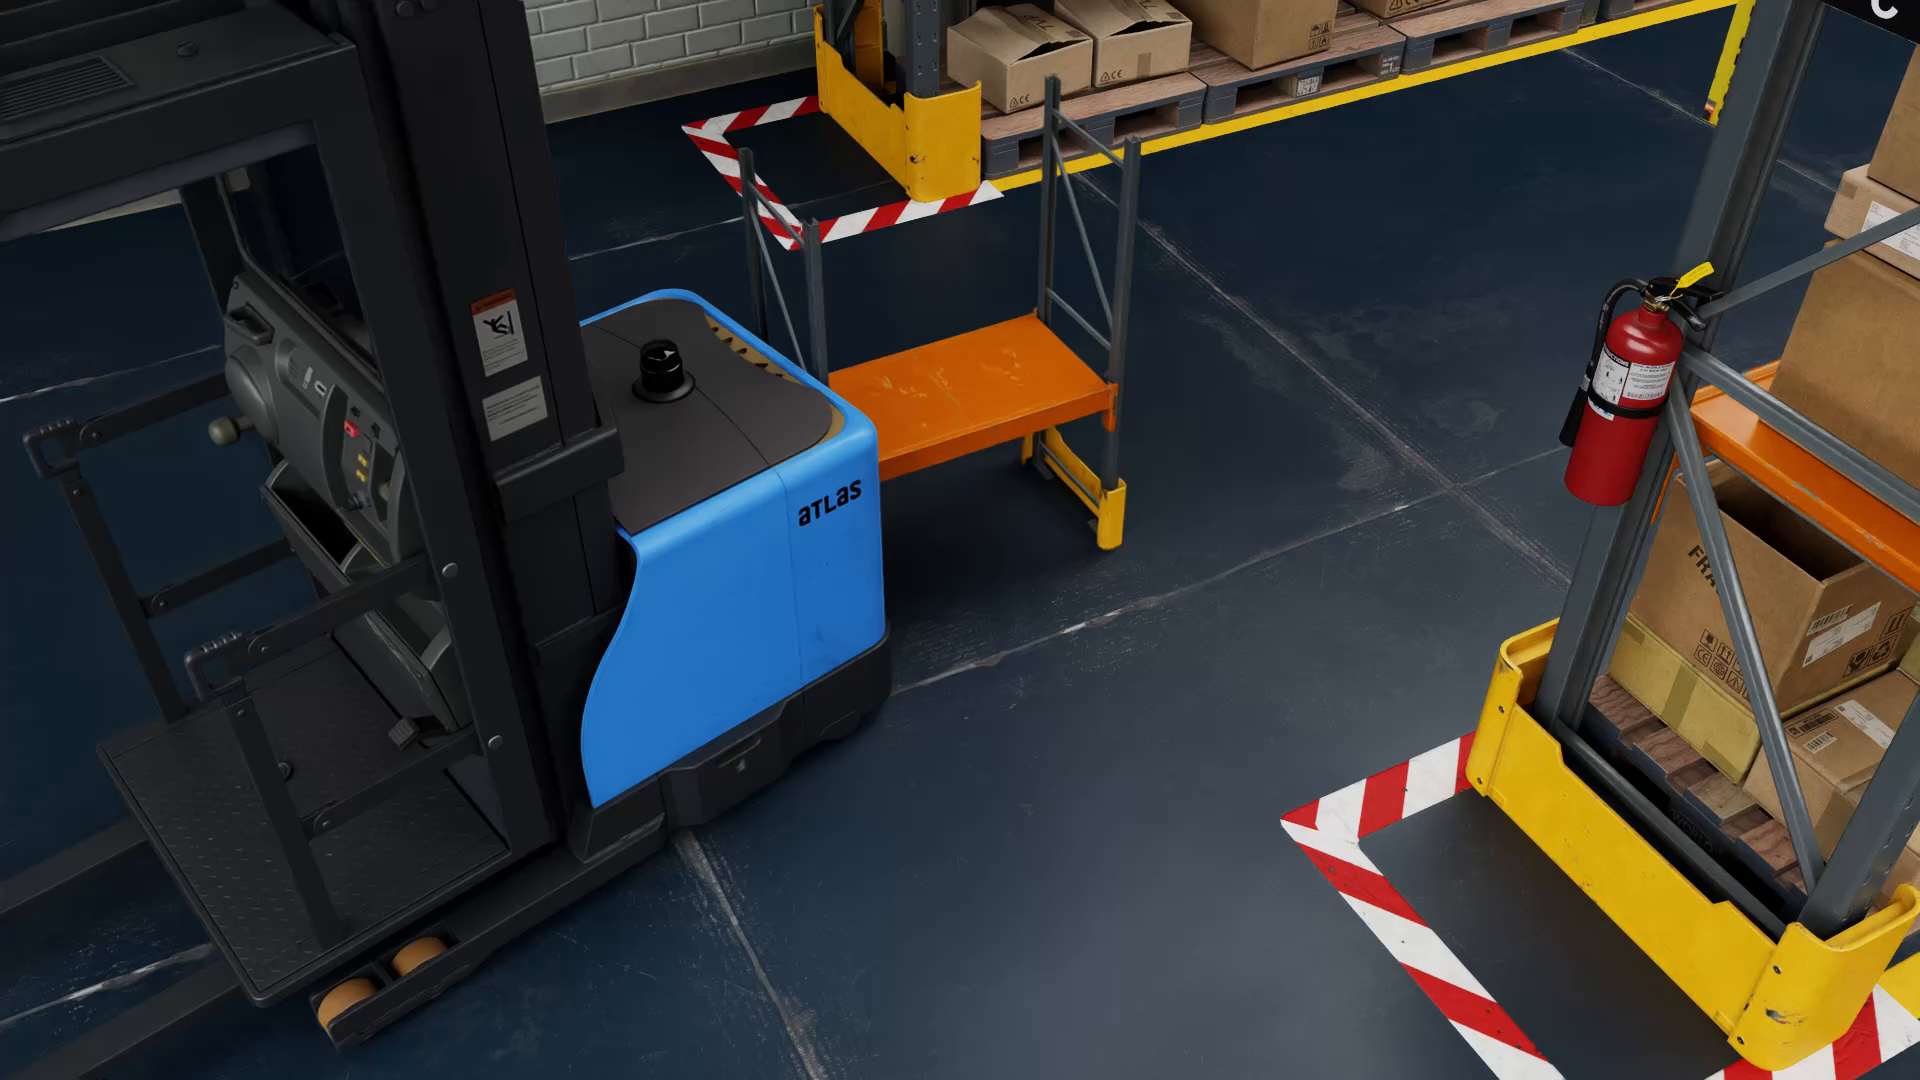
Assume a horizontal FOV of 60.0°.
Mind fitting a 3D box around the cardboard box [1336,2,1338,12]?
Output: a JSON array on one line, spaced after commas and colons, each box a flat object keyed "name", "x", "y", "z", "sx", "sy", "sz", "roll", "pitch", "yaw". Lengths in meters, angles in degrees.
[{"name": "cardboard box", "x": 1.747, "y": -2.835, "z": 8.644, "sx": 0.250, "sy": 0.149, "sz": 0.380, "roll": -22, "pitch": 45, "yaw": -24}]

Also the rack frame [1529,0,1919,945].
[{"name": "rack frame", "x": 1.919, "y": -0.190, "z": 3.653, "sx": 0.127, "sy": 3.000, "sz": 1.000, "roll": -19, "pitch": 44, "yaw": -21}]

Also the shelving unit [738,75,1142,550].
[{"name": "shelving unit", "x": -0.048, "y": -0.563, "z": 5.255, "sx": 1.083, "sy": 1.500, "sz": 0.587, "roll": -19, "pitch": 44, "yaw": -21}]

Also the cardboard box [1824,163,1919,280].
[{"name": "cardboard box", "x": 2.170, "y": -0.699, "z": 3.674, "sx": 0.250, "sy": 0.149, "sz": 0.380, "roll": -19, "pitch": 44, "yaw": -21}]

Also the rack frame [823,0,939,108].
[{"name": "rack frame", "x": -0.373, "y": -3.027, "z": 7.005, "sx": 0.127, "sy": 3.000, "sz": 1.000, "roll": -19, "pitch": 44, "yaw": -21}]

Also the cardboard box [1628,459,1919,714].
[{"name": "cardboard box", "x": 2.257, "y": 0.083, "z": 4.553, "sx": 0.500, "sy": 0.500, "sz": 0.500, "roll": -19, "pitch": 44, "yaw": -21}]

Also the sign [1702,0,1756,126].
[{"name": "sign", "x": 1.681, "y": -1.037, "z": 3.574, "sx": 0.005, "sy": 0.325, "sz": 0.100, "roll": -19, "pitch": 44, "yaw": -21}]

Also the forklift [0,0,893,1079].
[{"name": "forklift", "x": -1.651, "y": -0.223, "z": 3.745, "sx": 3.031, "sy": 2.935, "sz": 1.130, "roll": -29, "pitch": 48, "yaw": -30}]

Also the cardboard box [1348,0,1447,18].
[{"name": "cardboard box", "x": 2.273, "y": -3.102, "z": 8.687, "sx": 0.500, "sy": 0.500, "sz": 0.500, "roll": -22, "pitch": 45, "yaw": -24}]

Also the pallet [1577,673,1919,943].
[{"name": "pallet", "x": 2.578, "y": 0.622, "z": 4.851, "sx": 1.213, "sy": 0.211, "sz": 1.003, "roll": -19, "pitch": 44, "yaw": -21}]

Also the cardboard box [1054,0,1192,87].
[{"name": "cardboard box", "x": 0.788, "y": -2.494, "z": 8.115, "sx": 0.500, "sy": 0.311, "sz": 0.500, "roll": -15, "pitch": 43, "yaw": -17}]

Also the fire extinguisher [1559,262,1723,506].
[{"name": "fire extinguisher", "x": 1.599, "y": -0.391, "z": 3.950, "sx": 0.183, "sy": 0.674, "sz": 0.296, "roll": -19, "pitch": 44, "yaw": -21}]

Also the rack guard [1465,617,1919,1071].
[{"name": "rack guard", "x": 1.898, "y": 0.771, "z": 4.452, "sx": 0.348, "sy": 0.500, "sz": 1.175, "roll": -19, "pitch": 44, "yaw": -21}]

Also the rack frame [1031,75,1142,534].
[{"name": "rack frame", "x": 0.393, "y": -0.715, "z": 5.434, "sx": 0.032, "sy": 1.500, "sz": 0.500, "roll": -19, "pitch": 44, "yaw": -21}]

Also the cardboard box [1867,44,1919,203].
[{"name": "cardboard box", "x": 2.386, "y": -0.871, "z": 3.376, "sx": 0.500, "sy": 0.500, "sz": 0.700, "roll": -18, "pitch": 44, "yaw": -20}]

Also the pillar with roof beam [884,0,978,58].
[{"name": "pillar with roof beam", "x": 1.837, "y": -3.555, "z": 2.984, "sx": 0.400, "sy": 9.000, "sz": 9.100, "roll": -19, "pitch": 44, "yaw": -21}]

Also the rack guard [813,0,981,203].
[{"name": "rack guard", "x": -0.305, "y": -2.096, "z": 7.839, "sx": 0.348, "sy": 0.500, "sz": 1.175, "roll": -19, "pitch": 44, "yaw": -21}]

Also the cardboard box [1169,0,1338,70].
[{"name": "cardboard box", "x": 1.462, "y": -2.756, "z": 8.279, "sx": 0.500, "sy": 0.500, "sz": 0.700, "roll": -21, "pitch": 45, "yaw": -23}]

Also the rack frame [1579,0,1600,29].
[{"name": "rack frame", "x": 3.175, "y": -4.221, "z": 8.415, "sx": 0.127, "sy": 3.000, "sz": 1.000, "roll": -19, "pitch": 44, "yaw": -21}]

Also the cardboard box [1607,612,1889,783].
[{"name": "cardboard box", "x": 2.258, "y": 0.370, "z": 4.794, "sx": 0.500, "sy": 0.250, "sz": 0.500, "roll": -19, "pitch": 44, "yaw": -21}]

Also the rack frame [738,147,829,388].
[{"name": "rack frame", "x": -0.505, "y": -0.406, "z": 5.069, "sx": 0.032, "sy": 1.500, "sz": 0.500, "roll": -19, "pitch": 44, "yaw": -21}]

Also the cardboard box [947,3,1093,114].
[{"name": "cardboard box", "x": 0.283, "y": -2.324, "z": 7.914, "sx": 0.500, "sy": 0.311, "sz": 0.500, "roll": -24, "pitch": 46, "yaw": -25}]

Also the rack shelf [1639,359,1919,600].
[{"name": "rack shelf", "x": 3.693, "y": -0.512, "z": 4.590, "sx": 4.000, "sy": 0.370, "sz": 1.077, "roll": -19, "pitch": 44, "yaw": -21}]

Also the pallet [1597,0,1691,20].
[{"name": "pallet", "x": 3.865, "y": -3.390, "z": 9.591, "sx": 1.213, "sy": 0.211, "sz": 1.003, "roll": -19, "pitch": 44, "yaw": -21}]

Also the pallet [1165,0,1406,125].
[{"name": "pallet", "x": 1.512, "y": -2.569, "z": 8.622, "sx": 1.213, "sy": 0.211, "sz": 1.003, "roll": -19, "pitch": 44, "yaw": -21}]

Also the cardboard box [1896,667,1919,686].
[{"name": "cardboard box", "x": 2.939, "y": 0.515, "z": 4.623, "sx": 0.500, "sy": 0.250, "sz": 0.500, "roll": -19, "pitch": 44, "yaw": -21}]

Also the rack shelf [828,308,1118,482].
[{"name": "rack shelf", "x": -0.056, "y": -0.423, "z": 5.367, "sx": 1.000, "sy": 0.185, "sz": 0.538, "roll": -19, "pitch": 44, "yaw": -21}]

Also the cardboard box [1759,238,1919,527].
[{"name": "cardboard box", "x": 2.339, "y": -0.360, "z": 3.776, "sx": 0.500, "sy": 0.500, "sz": 0.700, "roll": -19, "pitch": 44, "yaw": -21}]

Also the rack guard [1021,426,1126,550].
[{"name": "rack guard", "x": 0.392, "y": -0.237, "z": 5.837, "sx": 0.087, "sy": 0.250, "sz": 0.587, "roll": -19, "pitch": 44, "yaw": -21}]

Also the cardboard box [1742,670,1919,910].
[{"name": "cardboard box", "x": 2.497, "y": 0.667, "z": 4.444, "sx": 0.500, "sy": 0.250, "sz": 0.500, "roll": -19, "pitch": 44, "yaw": -21}]

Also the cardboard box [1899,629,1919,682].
[{"name": "cardboard box", "x": 2.940, "y": 0.230, "z": 4.379, "sx": 0.500, "sy": 0.500, "sz": 0.500, "roll": -19, "pitch": 44, "yaw": -21}]

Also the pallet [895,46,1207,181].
[{"name": "pallet", "x": 0.432, "y": -2.208, "z": 8.195, "sx": 1.213, "sy": 0.211, "sz": 1.003, "roll": -19, "pitch": 44, "yaw": -21}]

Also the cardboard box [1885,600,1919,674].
[{"name": "cardboard box", "x": 2.696, "y": 0.214, "z": 4.979, "sx": 0.500, "sy": 0.250, "sz": 0.500, "roll": -19, "pitch": 44, "yaw": -21}]

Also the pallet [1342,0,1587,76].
[{"name": "pallet", "x": 2.596, "y": -2.936, "z": 9.055, "sx": 1.213, "sy": 0.211, "sz": 1.003, "roll": -19, "pitch": 44, "yaw": -21}]
